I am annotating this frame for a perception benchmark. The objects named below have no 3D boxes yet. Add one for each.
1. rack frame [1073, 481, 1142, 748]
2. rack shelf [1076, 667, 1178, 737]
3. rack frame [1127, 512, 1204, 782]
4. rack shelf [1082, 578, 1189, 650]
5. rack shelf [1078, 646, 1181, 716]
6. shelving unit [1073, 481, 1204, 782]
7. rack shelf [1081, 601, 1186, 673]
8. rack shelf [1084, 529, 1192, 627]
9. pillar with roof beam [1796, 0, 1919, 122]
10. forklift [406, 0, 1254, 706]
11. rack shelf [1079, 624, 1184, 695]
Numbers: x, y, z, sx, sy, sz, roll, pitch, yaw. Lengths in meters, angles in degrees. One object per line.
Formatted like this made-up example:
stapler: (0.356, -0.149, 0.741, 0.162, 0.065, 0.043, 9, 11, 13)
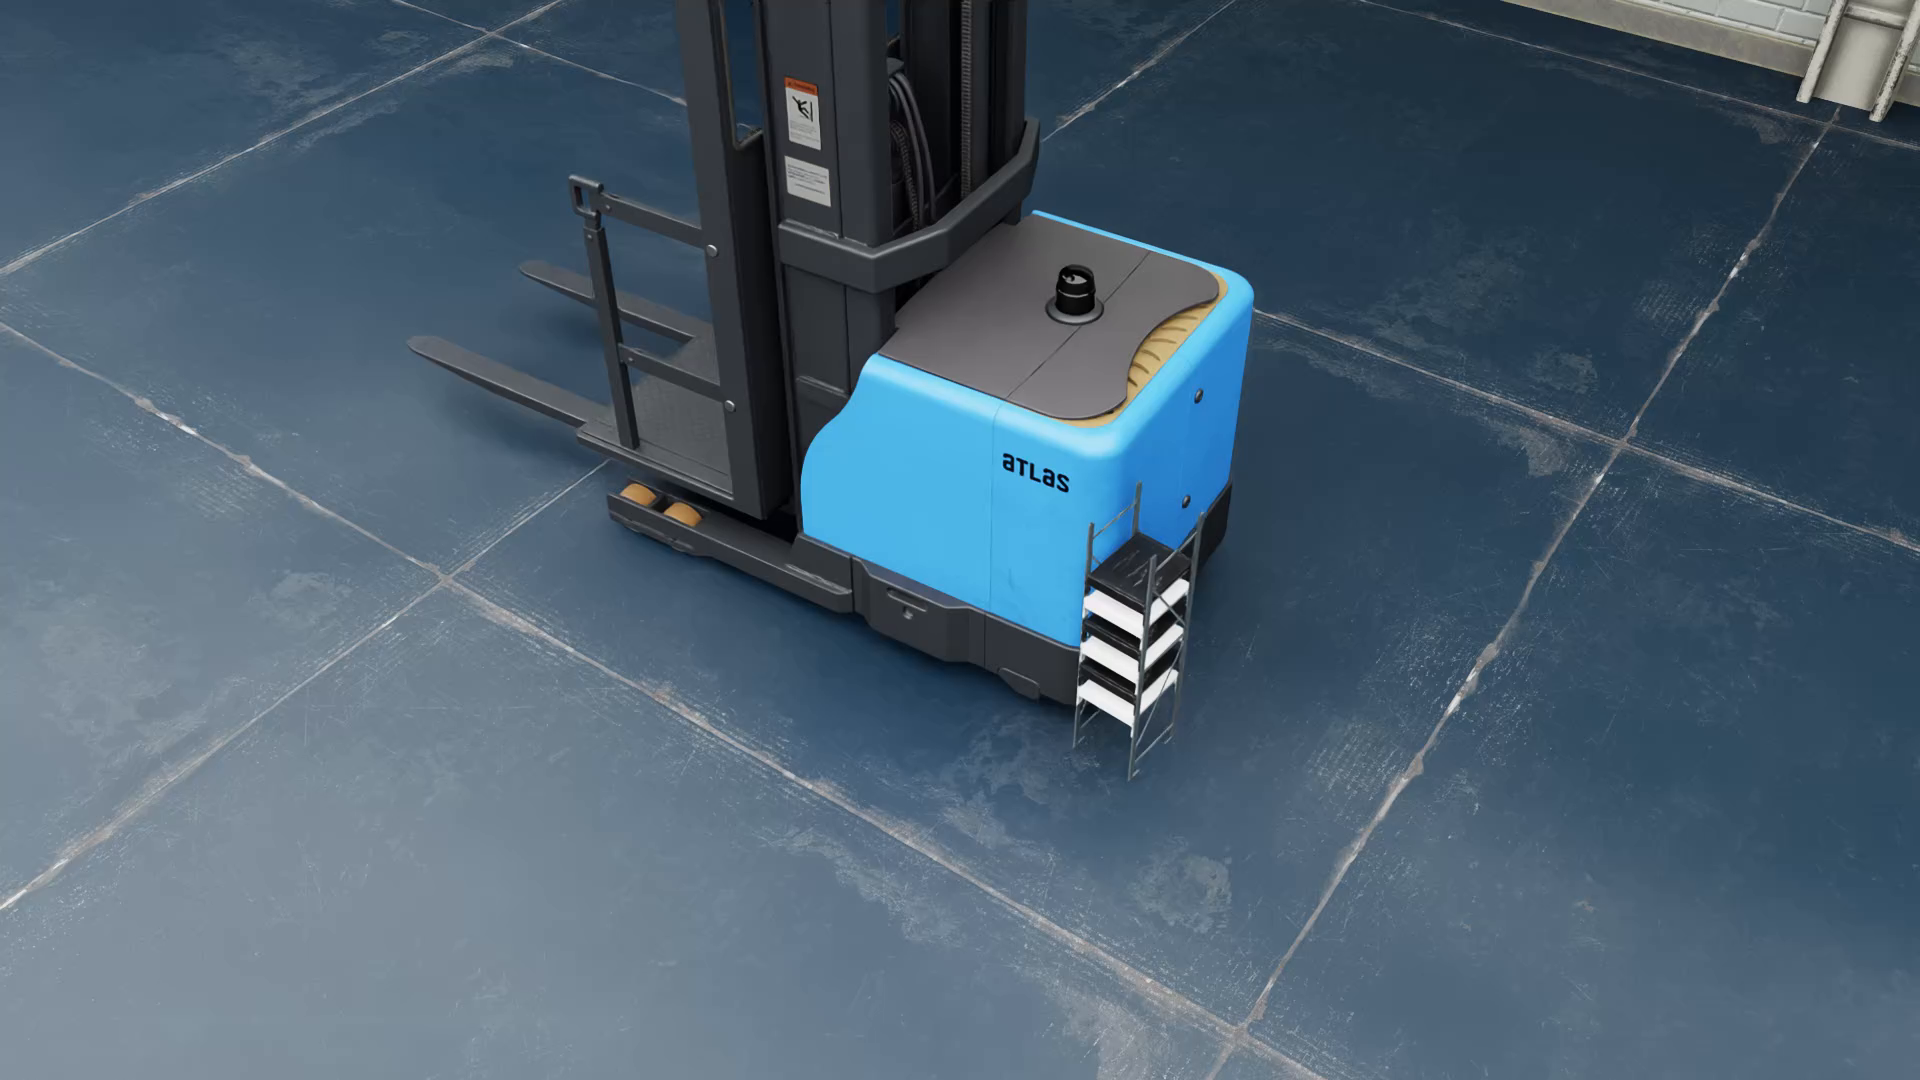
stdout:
rack frame: (0.423, 0.234, 4.813, 0.006, 0.900, 0.240, 29, 50, 29)
rack shelf: (0.500, 0.437, 4.907, 0.200, 0.077, 0.258, 29, 50, 29)
rack frame: (0.578, 0.322, 4.715, 0.006, 0.900, 0.240, 29, 50, 29)
rack shelf: (0.500, 0.169, 4.666, 0.200, 0.077, 0.258, 29, 50, 29)
rack shelf: (0.500, 0.370, 4.846, 0.200, 0.077, 0.258, 29, 50, 29)
shelving unit: (0.500, 0.278, 4.764, 0.210, 0.900, 0.258, 29, 50, 29)
rack shelf: (0.500, 0.236, 4.726, 0.200, 0.077, 0.258, 29, 50, 29)
rack shelf: (0.500, 0.102, 4.606, 0.200, 0.077, 0.258, 29, 50, 29)
pillar with roof beam: (1.881, -3.171, 2.546, 0.400, 9.000, 9.100, 25, 48, 25)
forklift: (-0.619, -1.330, 5.038, 3.031, 2.935, 1.130, 22, 46, 23)
rack shelf: (0.500, 0.303, 4.786, 0.200, 0.077, 0.258, 29, 50, 29)
